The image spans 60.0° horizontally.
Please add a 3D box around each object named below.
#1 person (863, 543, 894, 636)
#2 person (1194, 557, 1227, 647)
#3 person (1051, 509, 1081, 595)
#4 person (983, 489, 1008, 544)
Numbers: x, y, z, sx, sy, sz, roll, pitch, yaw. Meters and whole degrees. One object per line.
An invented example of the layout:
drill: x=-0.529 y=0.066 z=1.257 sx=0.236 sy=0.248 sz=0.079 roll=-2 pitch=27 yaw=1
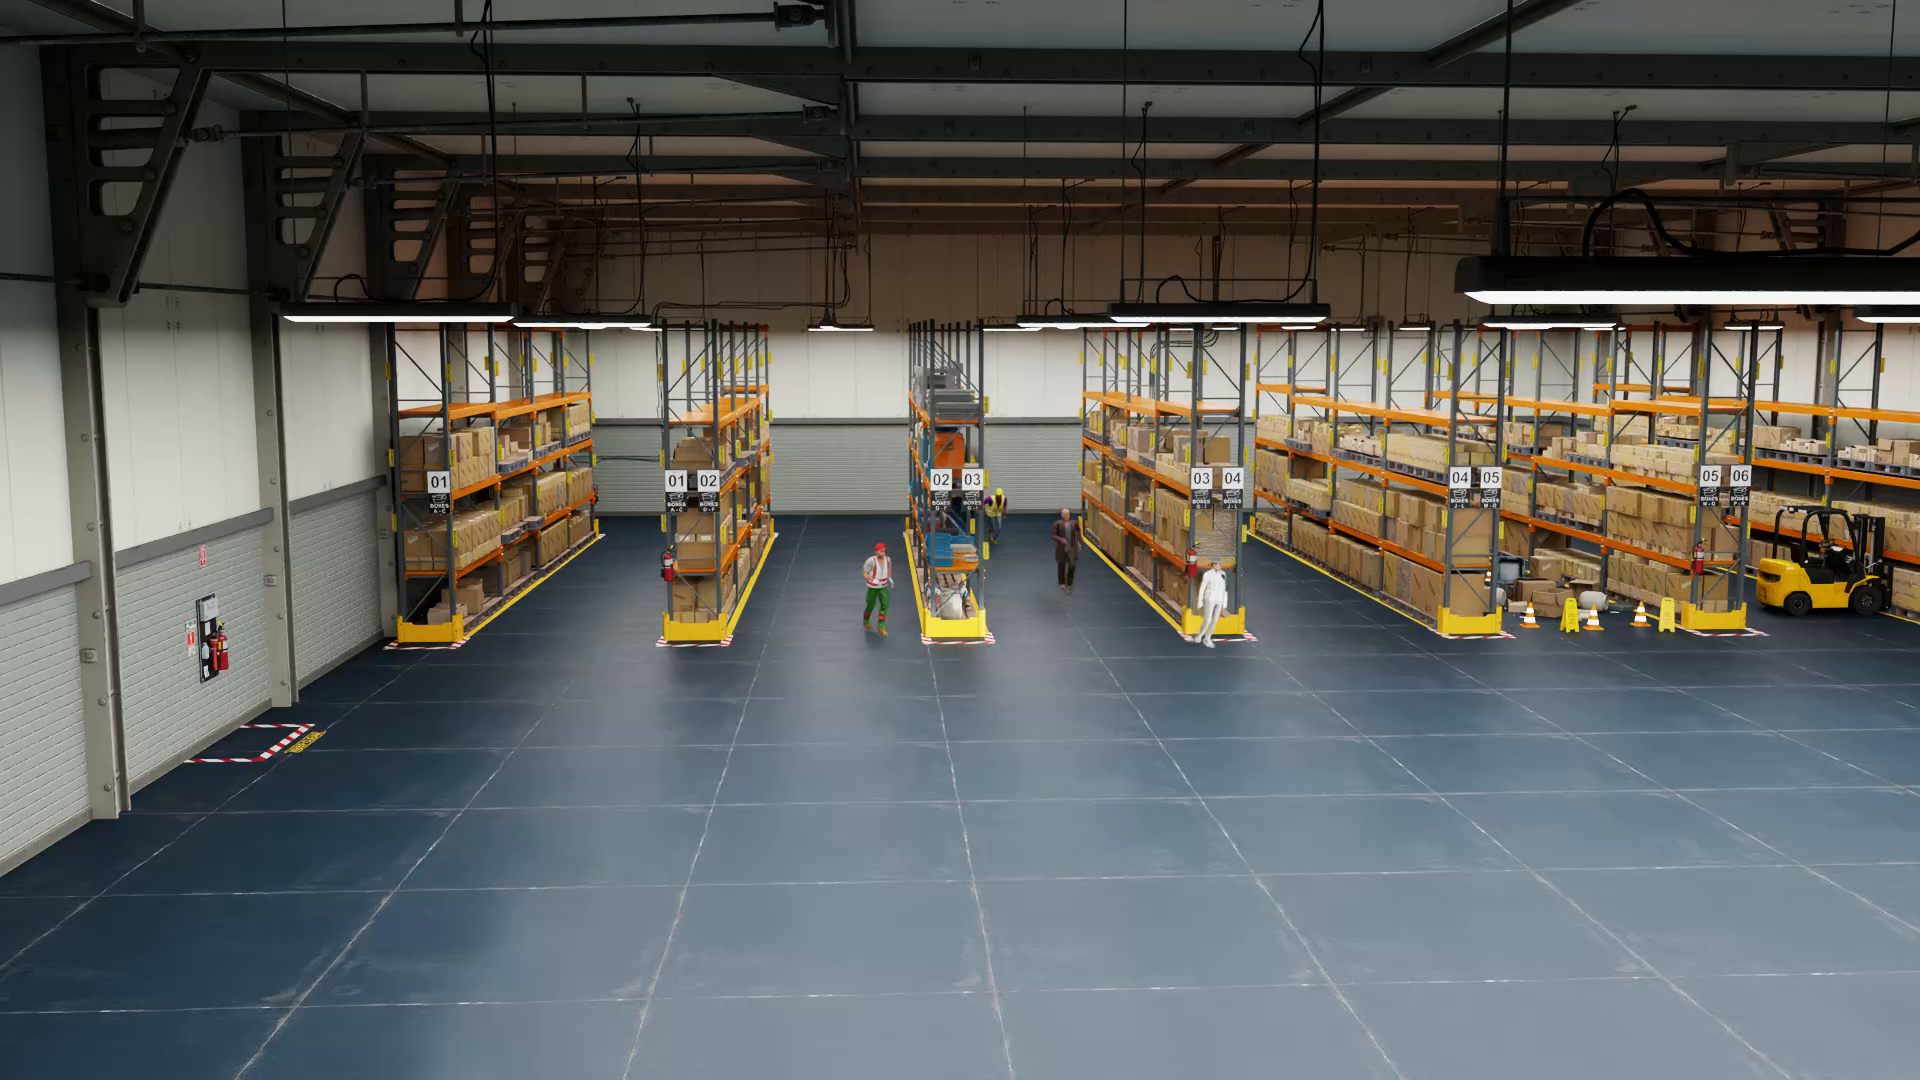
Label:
person: x=-1.589 y=0.920 z=31.904 sx=0.703 sy=1.788 sz=0.839 roll=-3 pitch=8 yaw=-25
person: x=4.616 y=1.138 z=30.551 sx=0.598 sy=1.689 sz=0.462 roll=-3 pitch=8 yaw=-26
person: x=2.253 y=0.249 z=35.072 sx=0.691 sy=1.837 sz=0.830 roll=-1 pitch=7 yaw=-8
person: x=0.930 y=-0.646 z=45.385 sx=0.722 sy=1.568 sz=0.933 roll=-3 pitch=8 yaw=-20
